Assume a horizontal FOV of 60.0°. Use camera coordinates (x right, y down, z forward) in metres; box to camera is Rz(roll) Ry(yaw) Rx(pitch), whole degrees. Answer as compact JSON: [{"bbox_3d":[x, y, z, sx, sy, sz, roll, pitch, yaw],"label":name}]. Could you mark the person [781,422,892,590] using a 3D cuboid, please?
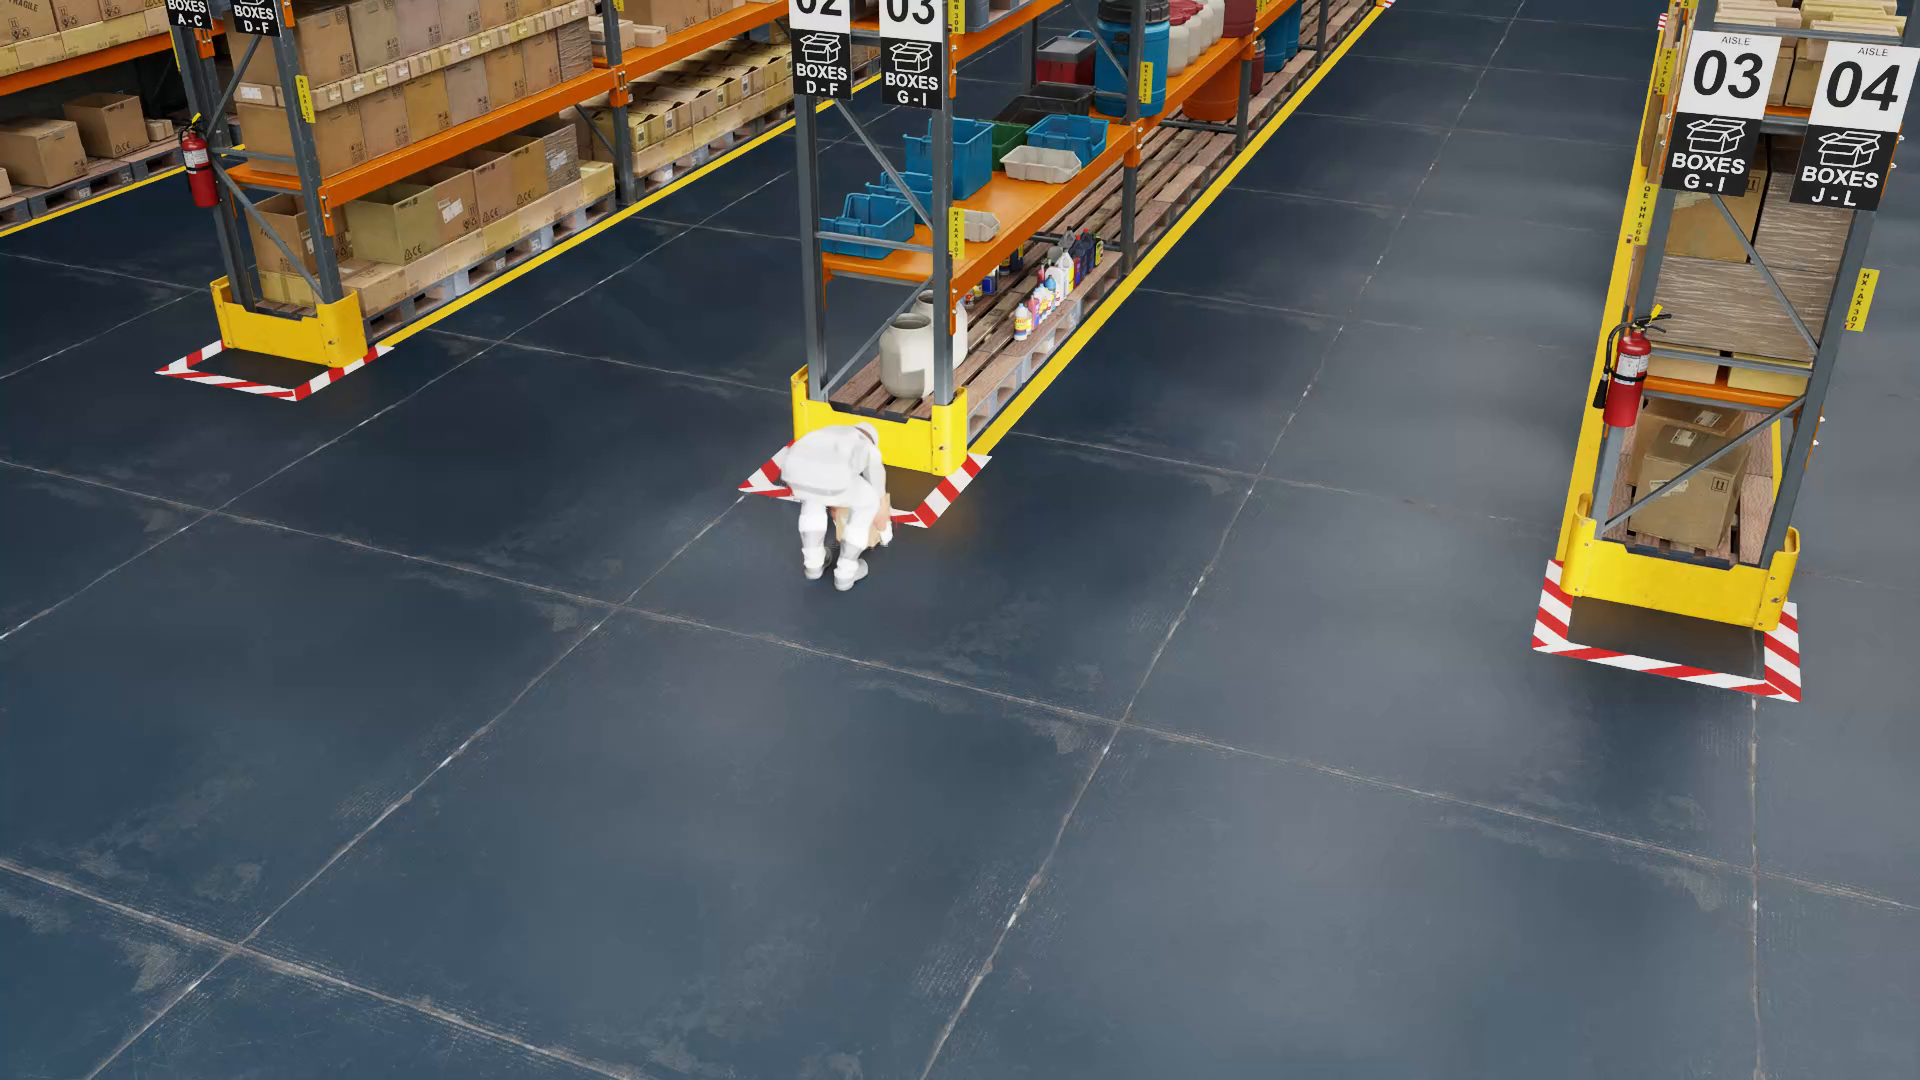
[{"bbox_3d":[-0.702,-0.279,9.731,0.525,0.941,0.949,10,31,17],"label":"person"}]
